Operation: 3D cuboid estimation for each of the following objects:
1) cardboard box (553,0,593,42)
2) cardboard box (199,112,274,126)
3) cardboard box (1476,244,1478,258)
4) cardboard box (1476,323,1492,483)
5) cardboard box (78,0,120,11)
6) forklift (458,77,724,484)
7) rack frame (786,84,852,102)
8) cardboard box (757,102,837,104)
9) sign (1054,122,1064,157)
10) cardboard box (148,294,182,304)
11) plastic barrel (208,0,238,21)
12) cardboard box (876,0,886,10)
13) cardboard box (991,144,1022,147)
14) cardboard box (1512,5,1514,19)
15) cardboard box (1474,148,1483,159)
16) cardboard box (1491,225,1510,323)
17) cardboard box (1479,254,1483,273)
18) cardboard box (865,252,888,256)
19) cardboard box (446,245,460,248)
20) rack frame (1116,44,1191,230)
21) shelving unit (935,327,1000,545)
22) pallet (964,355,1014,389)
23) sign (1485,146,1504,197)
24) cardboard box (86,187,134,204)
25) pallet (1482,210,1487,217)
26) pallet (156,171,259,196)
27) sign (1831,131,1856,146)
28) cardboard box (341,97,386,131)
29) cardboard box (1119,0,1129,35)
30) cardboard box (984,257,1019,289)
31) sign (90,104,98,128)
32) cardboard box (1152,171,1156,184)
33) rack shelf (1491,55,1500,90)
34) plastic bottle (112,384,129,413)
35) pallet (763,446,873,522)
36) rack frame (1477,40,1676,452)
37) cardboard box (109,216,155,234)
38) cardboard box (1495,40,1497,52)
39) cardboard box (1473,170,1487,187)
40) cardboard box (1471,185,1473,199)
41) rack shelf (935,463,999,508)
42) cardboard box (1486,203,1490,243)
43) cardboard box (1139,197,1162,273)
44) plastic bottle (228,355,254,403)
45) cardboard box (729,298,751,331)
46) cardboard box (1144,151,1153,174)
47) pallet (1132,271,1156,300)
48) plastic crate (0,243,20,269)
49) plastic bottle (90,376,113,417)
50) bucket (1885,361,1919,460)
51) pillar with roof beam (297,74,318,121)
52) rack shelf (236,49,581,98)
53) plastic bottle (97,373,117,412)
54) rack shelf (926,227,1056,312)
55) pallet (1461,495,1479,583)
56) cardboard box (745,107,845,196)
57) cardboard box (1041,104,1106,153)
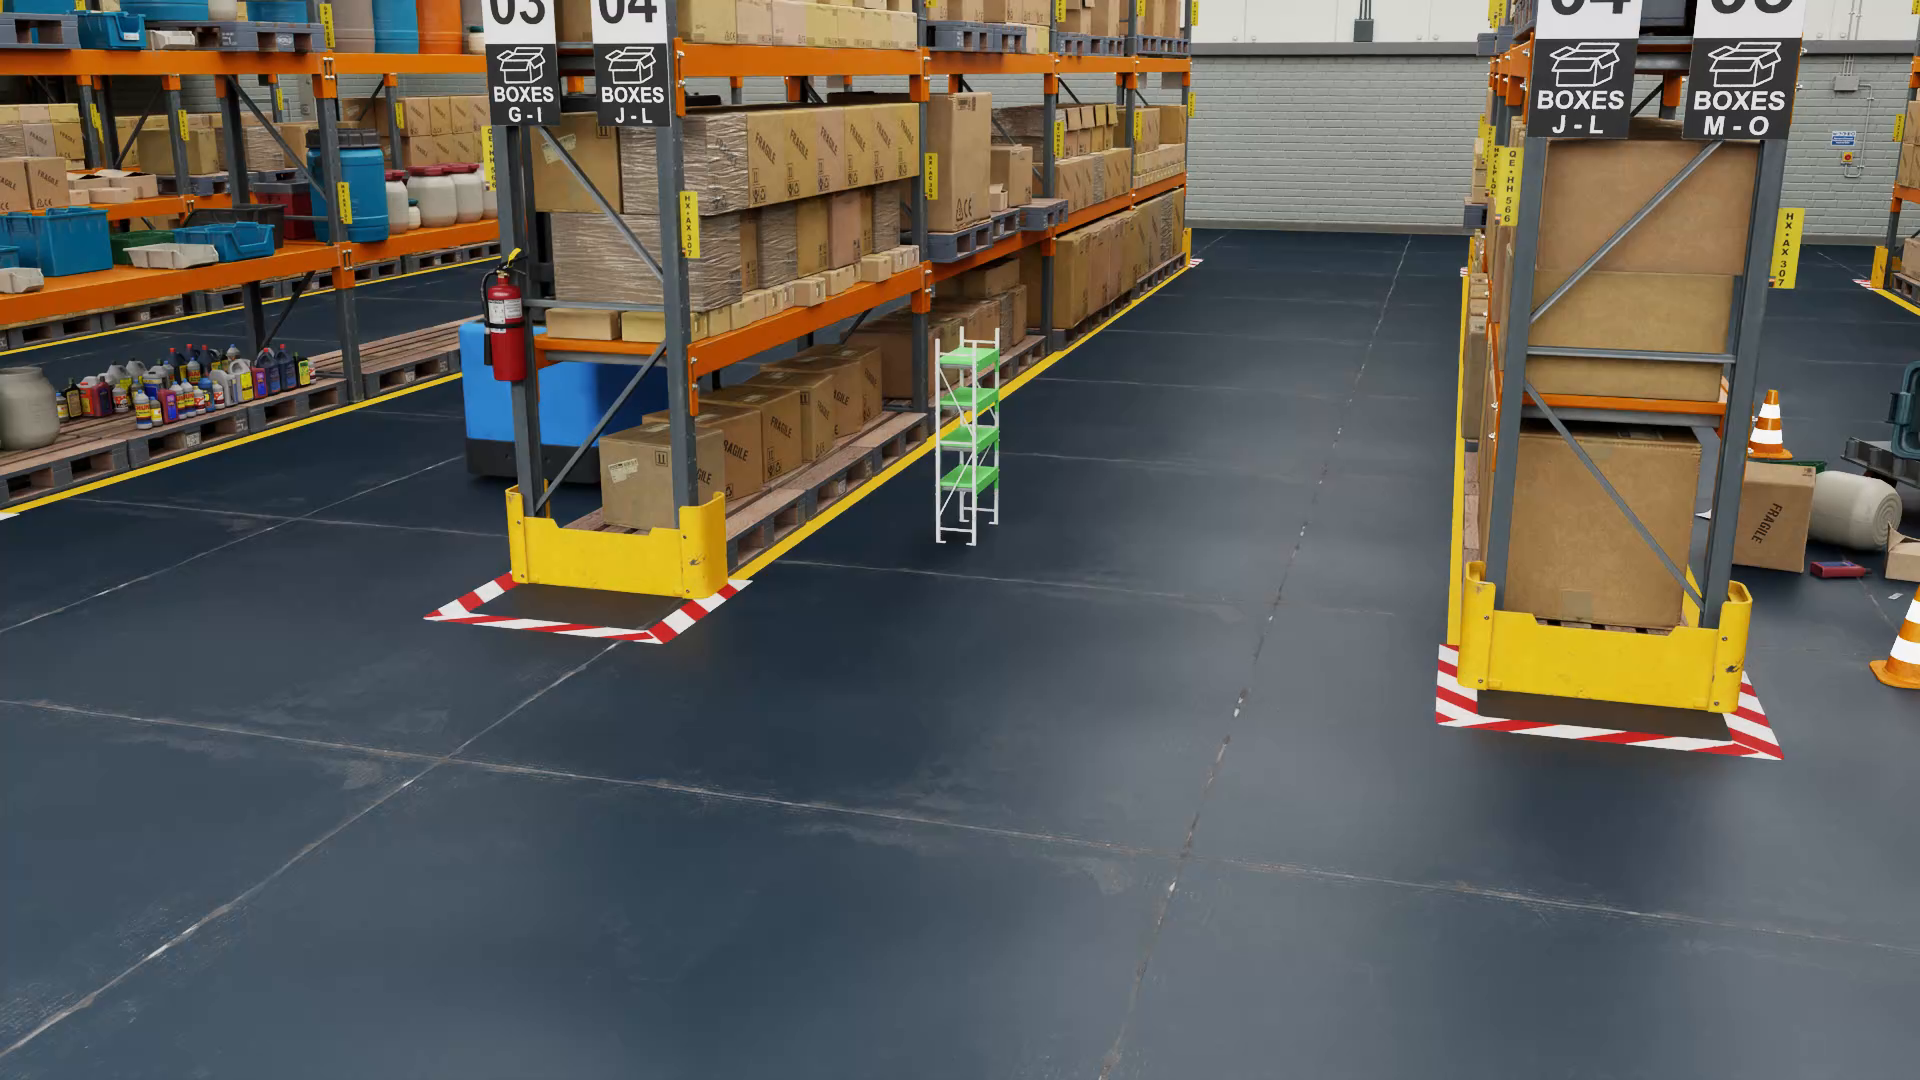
[{"bbox_3d":[-1.976,-2.714,8.679,0.500,0.250,0.500,5,17,17],"label":"cardboard box"},{"bbox_3d":[-11.706,-6.546,26.860,0.980,0.700,0.700,5,17,18],"label":"cardboard box"},{"bbox_3d":[6.354,-3.431,19.794,0.380,0.149,0.250,4,16,13],"label":"cardboard box"},{"bbox_3d":[3.748,-0.853,10.465,0.875,0.875,0.875,5,17,17],"label":"cardboard box"},{"bbox_3d":[-12.236,-7.636,23.704,0.500,0.500,0.500,4,16,15],"label":"cardboard box"},{"bbox_3d":[-2.365,-2.137,11.991,1.130,2.935,3.031,5,17,18],"label":"forklift"},{"bbox_3d":[-2.072,-5.767,24.666,1.000,3.000,0.127,5,16,16],"label":"rack frame"},{"bbox_3d":[-1.105,-2.818,11.707,0.500,0.500,0.500,5,16,16],"label":"cardboard box"},{"bbox_3d":[0.927,-3.770,15.646,0.100,0.325,0.005,5,16,16],"label":"sign"},{"bbox_3d":[-9.009,-2.782,18.410,0.500,0.250,0.500,5,17,17],"label":"cardboard box"},{"bbox_3d":[-5.793,-4.229,12.772,0.421,0.512,0.421,0,16,0],"label":"plastic barrel"},{"bbox_3d":[-0.700,-3.564,10.944,0.380,0.149,0.250,4,16,13],"label":"cardboard box"},{"bbox_3d":[0.288,-3.396,15.353,0.500,0.500,0.500,3,16,9],"label":"cardboard box"},{"bbox_3d":[4.571,-4.197,12.954,0.500,0.250,0.500,5,17,17],"label":"cardboard box"},{"bbox_3d":[5.050,-3.615,15.676,0.380,0.149,0.250,5,17,18],"label":"cardboard box"},{"bbox_3d":[3.499,-1.530,9.450,0.875,0.550,0.550,5,16,16],"label":"cardboard box"},{"bbox_3d":[5.206,-2.572,15.836,0.500,0.250,0.500,5,17,17],"label":"cardboard box"},{"bbox_3d":[-0.721,-1.918,11.556,0.380,0.149,0.250,5,16,16],"label":"cardboard box"},{"bbox_3d":[-7.394,-4.275,23.789,0.380,0.166,0.250,5,16,16],"label":"cardboard box"},{"bbox_3d":[2.677,-5.383,23.312,1.000,3.000,0.127,5,16,16],"label":"rack frame"},{"bbox_3d":[0.047,-0.621,9.818,0.258,1.200,0.503,5,16,16],"label":"shelving unit"},{"bbox_3d":[-0.168,-1.426,14.471,1.003,0.211,1.213,5,16,16],"label":"pallet"},{"bbox_3d":[3.471,-2.391,10.786,0.100,0.325,0.005,5,16,16],"label":"sign"},{"bbox_3d":[-9.084,-3.682,17.774,0.380,0.149,0.250,5,16,16],"label":"cardboard box"},{"bbox_3d":[5.654,-3.308,16.347,1.003,0.211,1.213,5,16,16],"label":"pallet"},{"bbox_3d":[-8.968,-4.150,19.315,1.213,0.211,1.003,5,16,16],"label":"pallet"},{"bbox_3d":[13.730,-6.242,25.842,0.327,0.218,0.001,5,16,16],"label":"sign"},{"bbox_3d":[-8.061,-5.787,22.721,0.500,0.500,0.500,5,17,16],"label":"cardboard box"},{"bbox_3d":[1.705,-6.287,19.866,0.700,0.500,0.500,4,16,13],"label":"cardboard box"},{"bbox_3d":[0.242,-2.483,15.485,0.500,0.250,0.500,5,17,18],"label":"cardboard box"},{"bbox_3d":[-12.184,-5.969,23.398,0.100,0.325,0.005,5,16,16],"label":"sign"},{"bbox_3d":[2.238,-4.541,20.803,0.380,0.149,0.250,4,16,15],"label":"cardboard box"},{"bbox_3d":[5.699,-4.499,16.017,1.077,0.370,4.000,5,16,16],"label":"rack shelf"},{"bbox_3d":[-6.255,-1.057,12.379,0.097,0.201,0.097,0,16,0],"label":"plastic bottle"},{"bbox_3d":[-1.235,-0.404,10.865,1.003,0.211,1.213,5,16,16],"label":"pallet"},{"bbox_3d":[3.994,-1.833,10.794,1.000,3.000,0.127,5,16,16],"label":"rack frame"},{"bbox_3d":[-12.396,-4.676,24.630,0.700,0.500,0.500,5,17,17],"label":"cardboard box"},{"bbox_3d":[6.148,-5.446,18.311,0.500,0.250,0.500,5,17,17],"label":"cardboard box"},{"bbox_3d":[4.834,-3.268,15.000,0.380,0.149,0.250,5,17,17],"label":"cardboard box"},{"bbox_3d":[4.975,-3.257,15.507,0.380,0.149,0.250,5,17,17],"label":"cardboard box"},{"bbox_3d":[0.047,-0.328,9.901,0.258,0.148,0.480,5,16,16],"label":"rack shelf"},{"bbox_3d":[4.458,-2.566,13.195,0.500,0.500,0.500,5,16,16],"label":"cardboard box"},{"bbox_3d":[2.060,-3.919,21.272,0.875,0.875,0.875,5,16,16],"label":"cardboard box"},{"bbox_3d":[-5.535,-1.240,12.751,0.144,0.351,0.185,5,16,16],"label":"plastic bottle"},{"bbox_3d":[-1.385,-1.261,9.237,0.380,0.149,0.250,5,16,16],"label":"cardboard box"},{"bbox_3d":[2.071,-4.640,20.421,0.500,0.250,0.500,5,16,16],"label":"cardboard box"},{"bbox_3d":[1.831,-3.188,20.683,1.003,0.211,1.213,5,16,16],"label":"pallet"},{"bbox_3d":[-6.573,-1.833,11.069,0.499,0.251,0.408,5,16,16],"label":"plastic crate"},{"bbox_3d":[-6.317,-1.056,12.228,0.061,0.283,0.133,5,16,16],"label":"plastic bottle"},{"bbox_3d":[6.165,-0.775,10.277,0.726,0.611,0.620,11,9,35],"label":"bucket"},{"bbox_3d":[-7.505,-9.861,28.106,9.100,9.000,0.400,5,16,16],"label":"pillar with roof beam"},{"bbox_3d":[-4.914,-4.248,15.131,1.077,0.370,4.000,5,16,16],"label":"rack shelf"},{"bbox_3d":[-6.380,-1.097,12.386,0.152,0.276,0.135,4,16,14],"label":"plastic bottle"},{"bbox_3d":[-0.165,-2.421,14.186,1.077,0.370,4.000,5,16,16],"label":"rack shelf"},{"bbox_3d":[3.358,0.022,9.365,1.003,0.211,1.213,5,16,16],"label":"pallet"},{"bbox_3d":[-1.026,-2.385,10.179,0.500,0.500,0.500,5,16,16],"label":"cardboard box"},{"bbox_3d":[1.161,-4.521,18.250,0.797,0.503,0.637,5,17,16],"label":"cardboard box"}]
